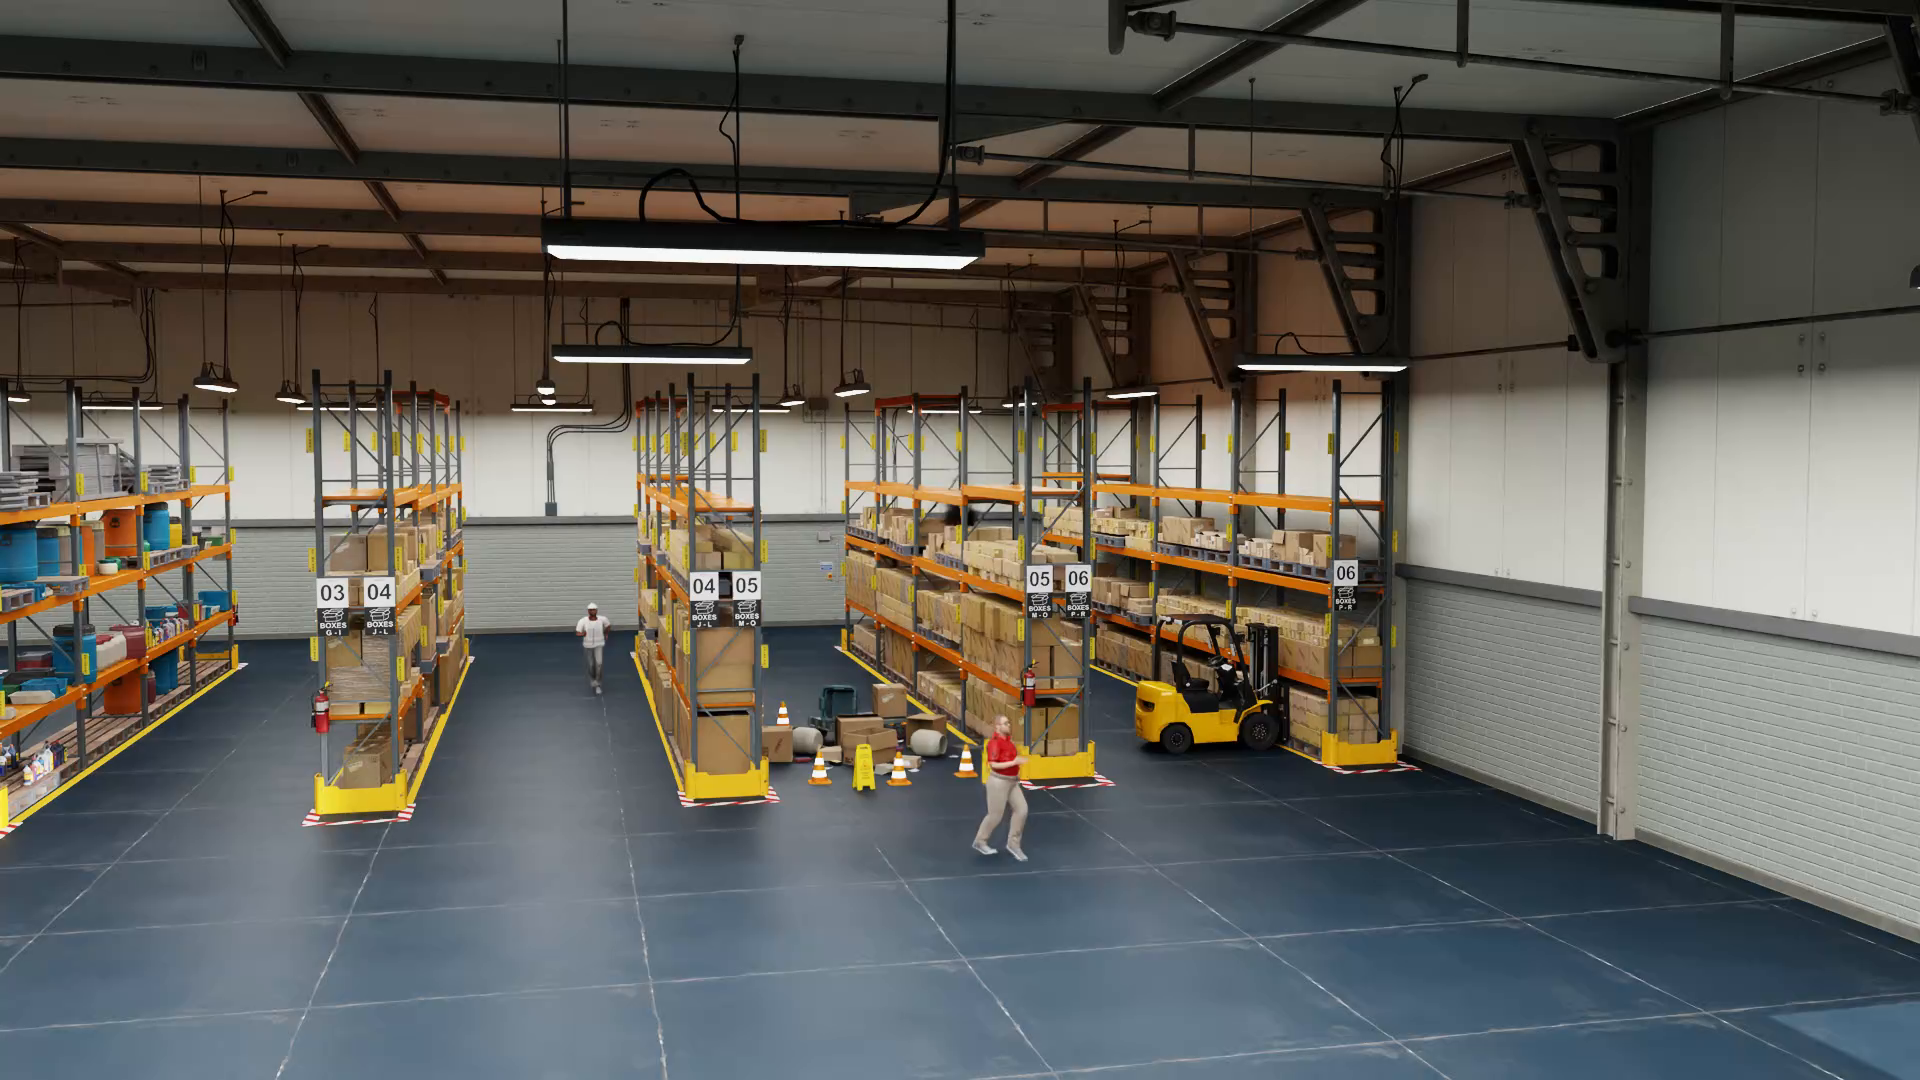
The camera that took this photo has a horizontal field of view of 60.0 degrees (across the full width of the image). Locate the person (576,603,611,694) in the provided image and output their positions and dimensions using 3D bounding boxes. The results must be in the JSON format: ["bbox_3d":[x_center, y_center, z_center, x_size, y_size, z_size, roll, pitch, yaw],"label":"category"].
[{"bbox_3d":[-7.411,2.177,33.604,0.681,1.824,0.830,-1,3,-10],"label":"person"}]

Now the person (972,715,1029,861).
[{"bbox_3d":[0.515,2.977,20.008,0.754,1.761,0.640,2,4,28],"label":"person"}]
